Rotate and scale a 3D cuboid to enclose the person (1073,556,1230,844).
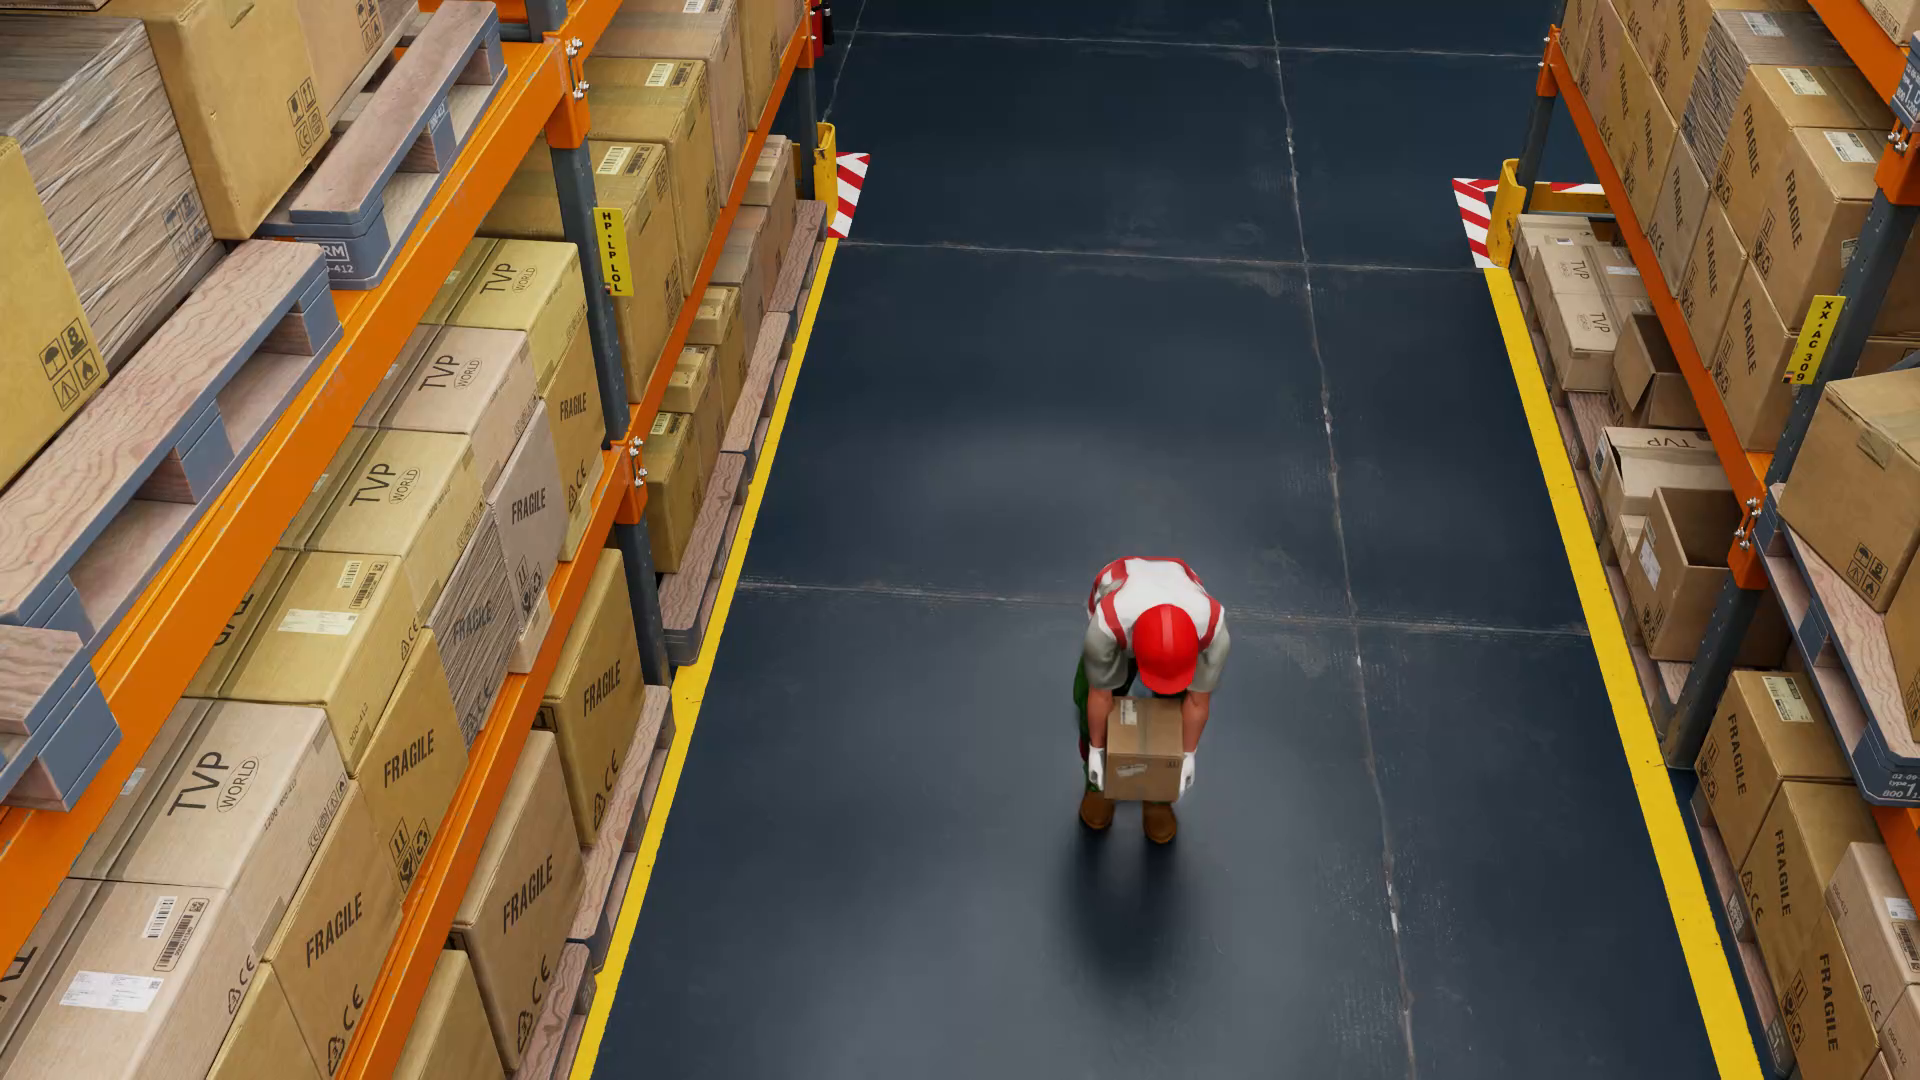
[{"bbox_3d":[0.638,0.572,5.723,0.489,1.434,0.872,2,40,3],"label":"person"}]
